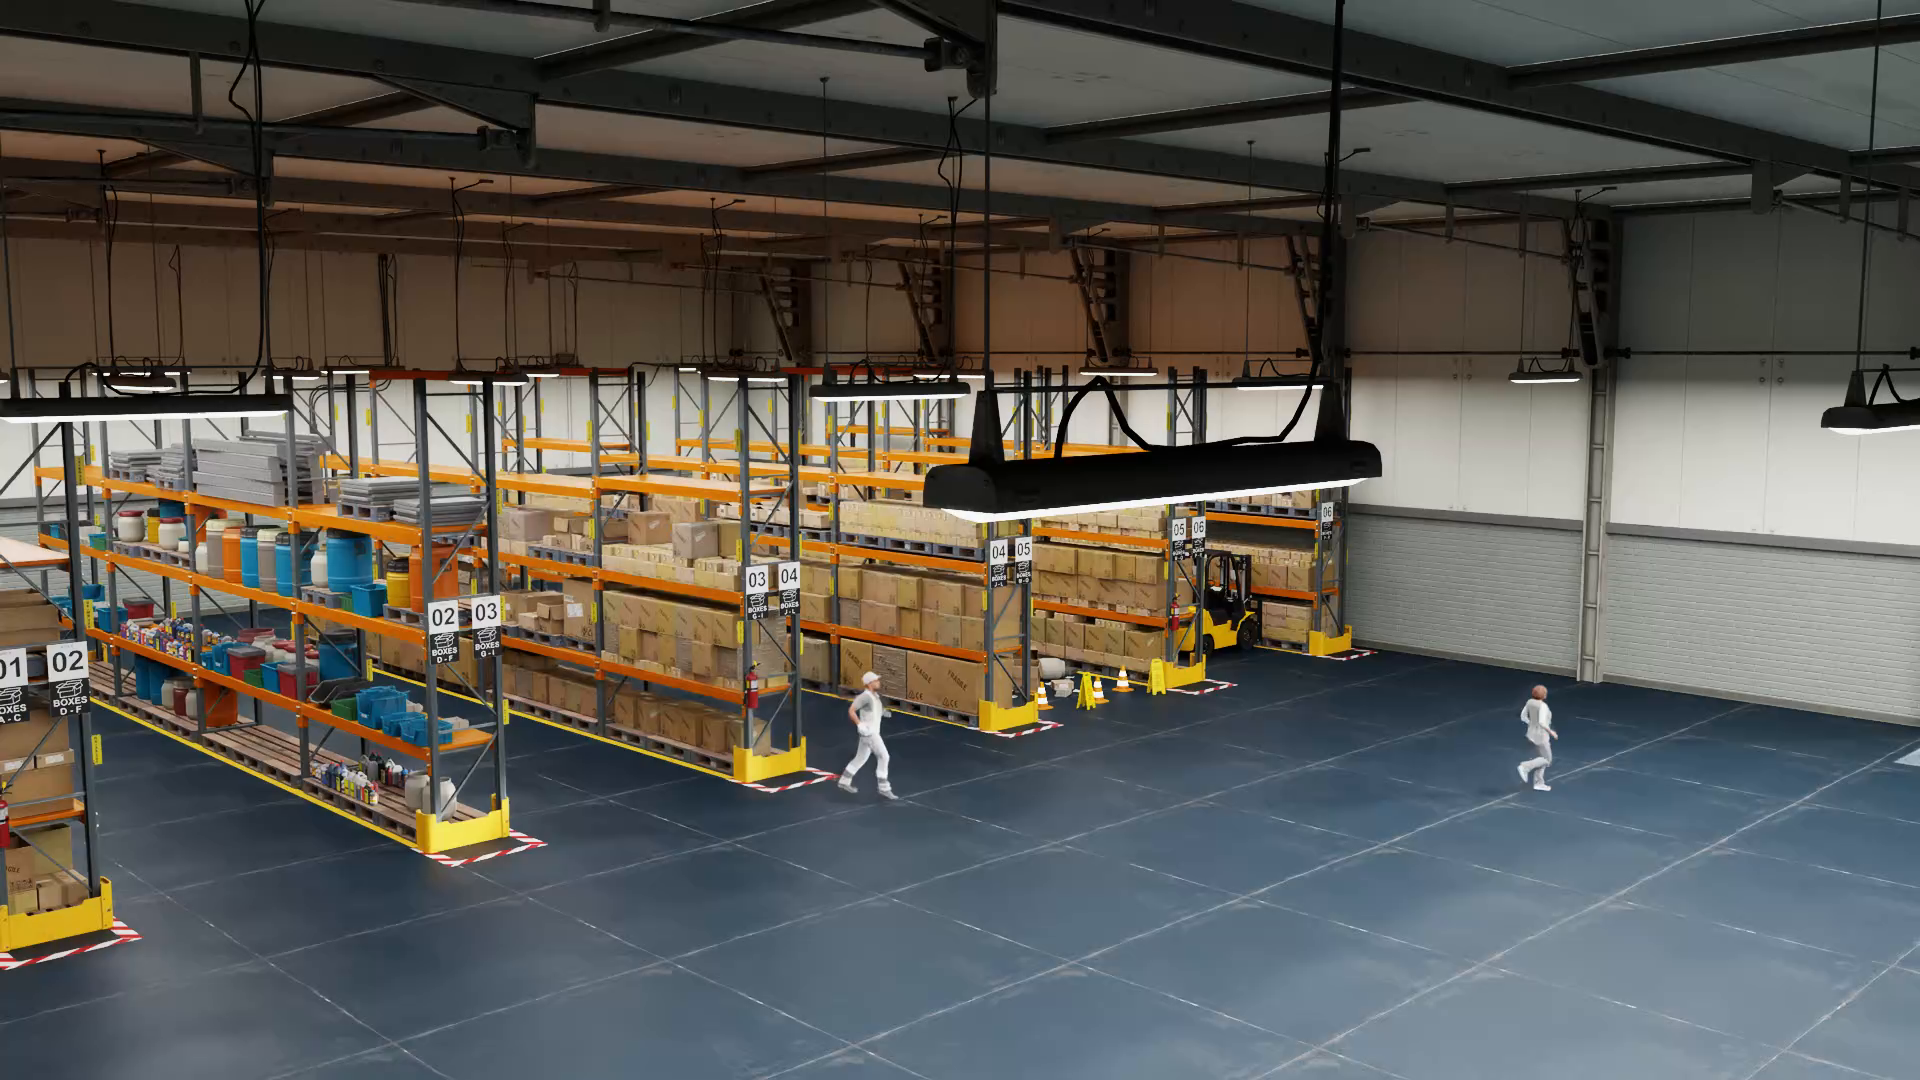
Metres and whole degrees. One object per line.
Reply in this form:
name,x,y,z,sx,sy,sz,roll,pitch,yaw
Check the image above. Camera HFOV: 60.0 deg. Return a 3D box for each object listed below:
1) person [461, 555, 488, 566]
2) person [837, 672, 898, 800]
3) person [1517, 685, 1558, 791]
person,-11.657,0.964,39.690,0.765,1.752,1.041,3,7,22
person,-1.314,2.767,23.630,0.873,1.817,0.658,0,6,-1
person,8.294,2.863,24.010,0.591,1.563,0.541,-2,7,-14
